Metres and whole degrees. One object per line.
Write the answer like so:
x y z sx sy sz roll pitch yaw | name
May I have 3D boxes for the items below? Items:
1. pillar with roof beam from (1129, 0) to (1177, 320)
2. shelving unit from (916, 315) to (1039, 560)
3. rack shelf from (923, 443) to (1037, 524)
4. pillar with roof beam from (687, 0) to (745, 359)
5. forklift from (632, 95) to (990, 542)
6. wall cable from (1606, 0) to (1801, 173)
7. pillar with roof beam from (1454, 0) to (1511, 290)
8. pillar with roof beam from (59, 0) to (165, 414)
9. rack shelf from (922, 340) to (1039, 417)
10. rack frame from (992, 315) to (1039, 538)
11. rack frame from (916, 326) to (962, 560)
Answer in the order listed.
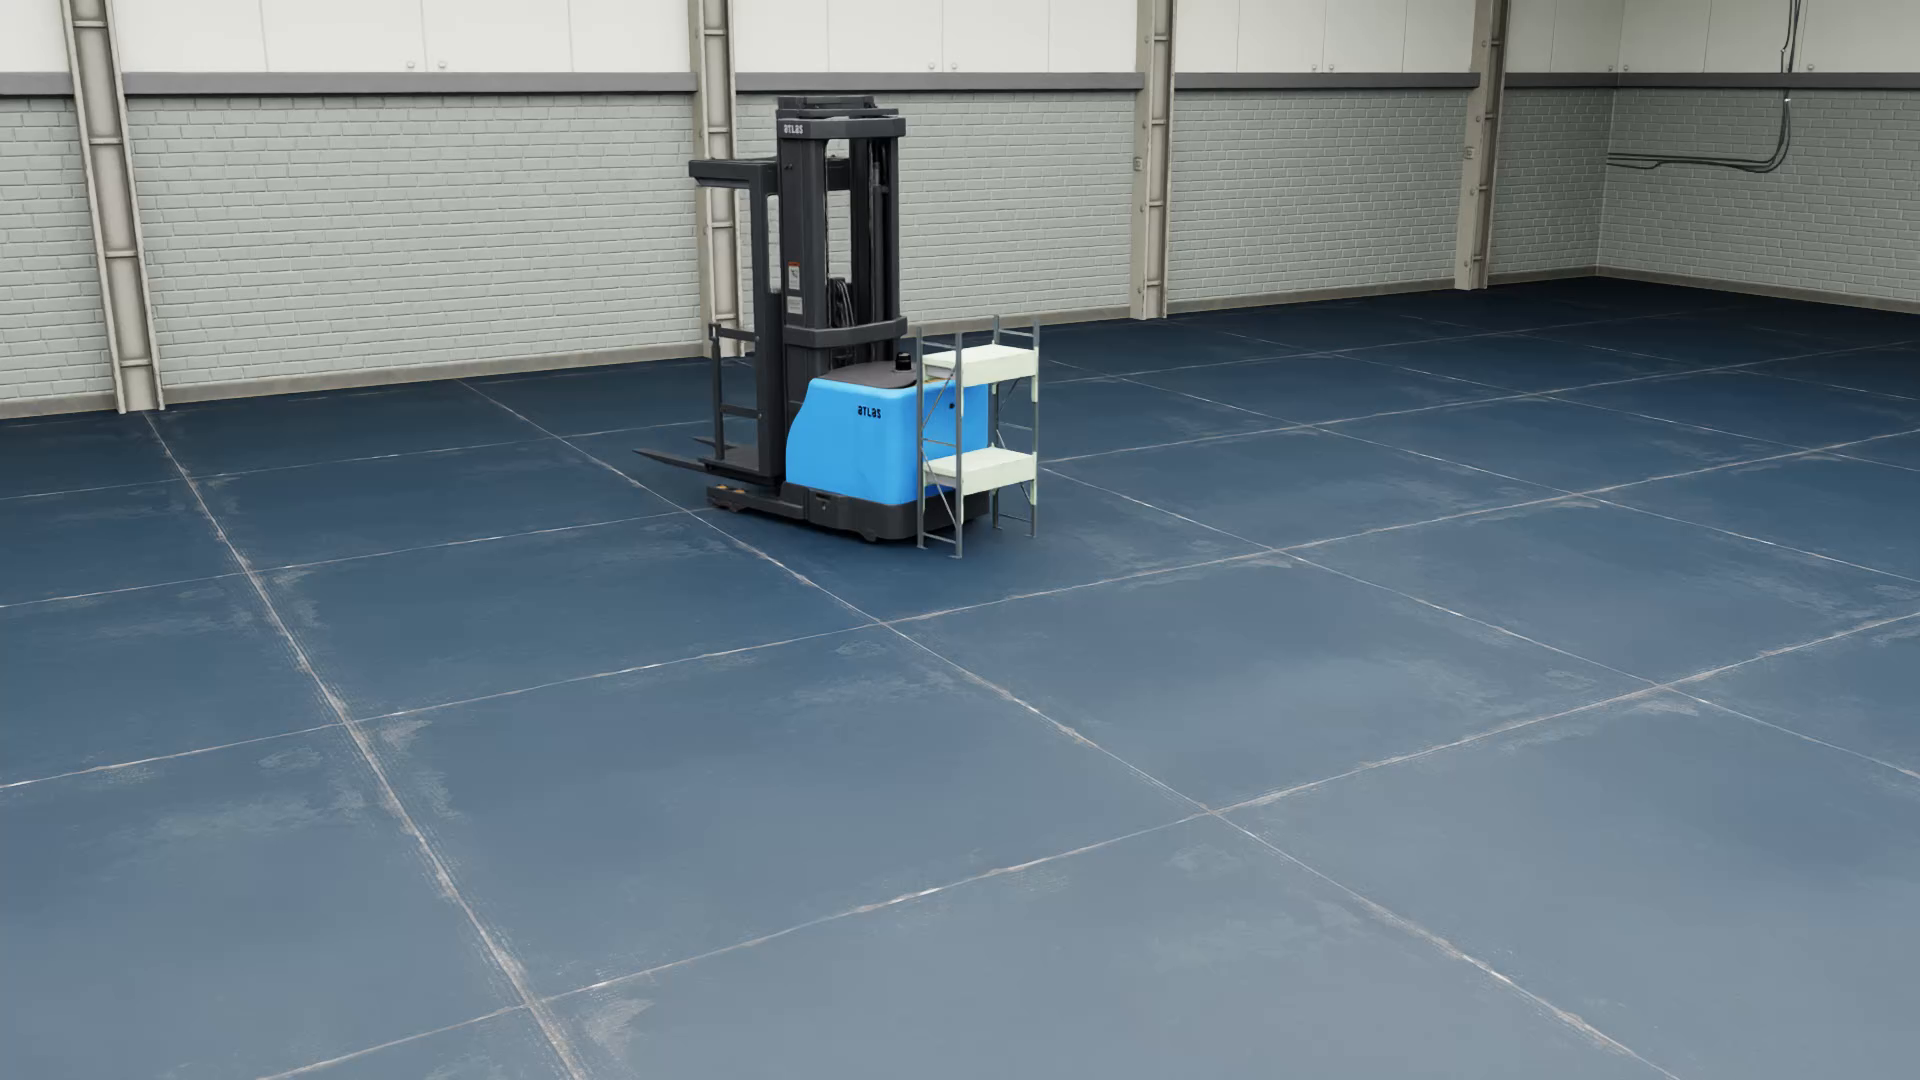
4.680 -6.258 17.062 0.400 9.000 9.100 -9 18 -30 | pillar with roof beam
0.121 -0.704 11.142 0.431 1.500 0.755 15 22 43 | shelving unit
0.121 -0.390 11.230 0.431 0.370 0.720 15 22 43 | rack shelf
-0.463 -5.424 14.087 0.400 9.000 9.100 -9 18 -30 | pillar with roof beam
-1.230 -1.707 12.069 3.031 2.935 1.130 13 20 39 | forklift
10.813 -6.696 24.379 0.112 2.526 3.097 -9 18 -30 | wall cable
9.824 -7.092 20.038 0.400 9.000 9.100 -9 18 -30 | pillar with roof beam
-5.606 -4.590 11.112 0.400 9.000 9.100 -9 18 -30 | pillar with roof beam
0.121 -1.080 11.036 0.431 0.370 0.720 15 22 43 | rack shelf
0.379 -0.774 11.392 0.400 1.500 0.023 15 22 43 | rack frame
-0.137 -0.634 10.891 0.400 1.500 0.023 15 22 43 | rack frame
